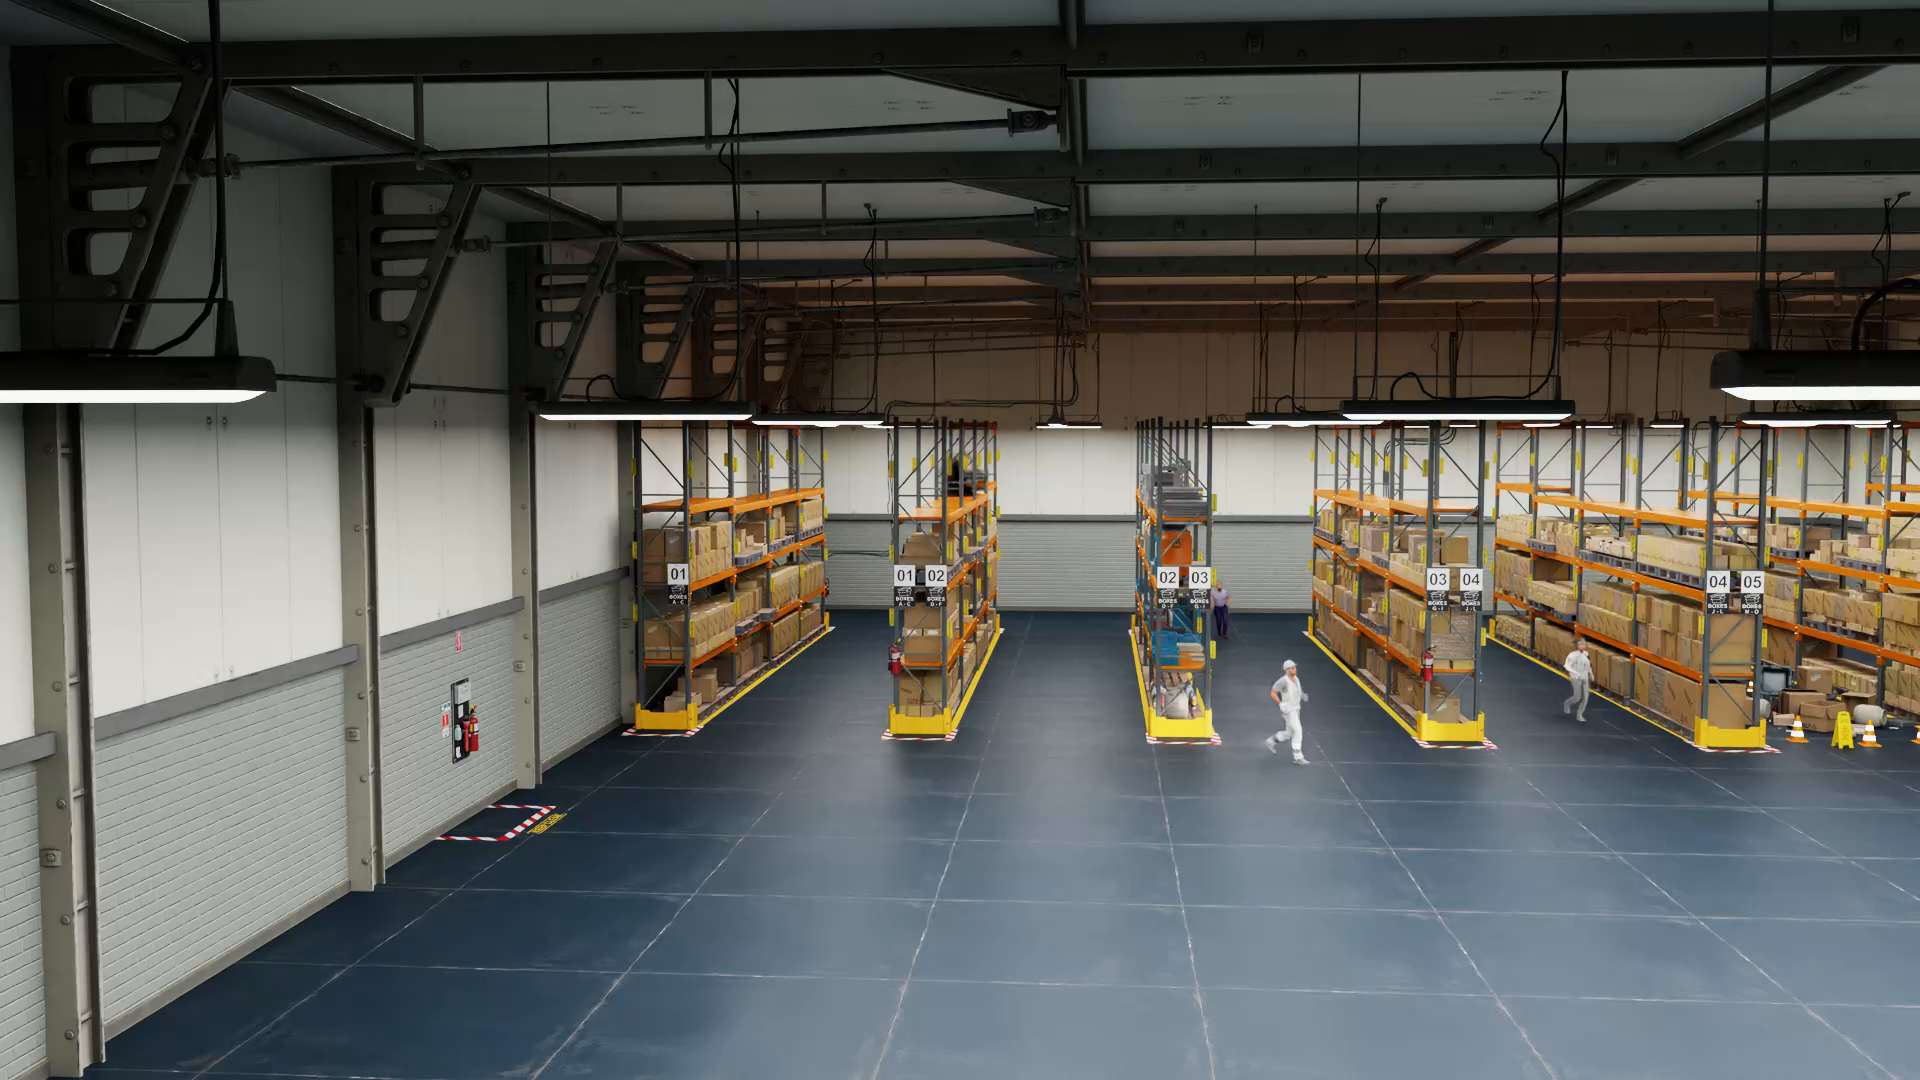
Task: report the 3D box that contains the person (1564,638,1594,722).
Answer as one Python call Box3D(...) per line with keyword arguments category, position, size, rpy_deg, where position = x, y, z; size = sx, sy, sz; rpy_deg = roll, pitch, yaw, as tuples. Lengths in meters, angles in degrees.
Box3D(category="person", position=(12.252, 2.744, 32.928), size=(0.616, 1.657, 0.620), rpy_deg=(-1, 4, -15))

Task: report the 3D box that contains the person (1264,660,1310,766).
Box3D(category="person", position=(5.676, 2.959, 28.749), size=(0.877, 1.787, 0.643), rpy_deg=(3, 5, 39))

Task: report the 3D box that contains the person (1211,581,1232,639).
Box3D(category="person", position=(7.180, 1.948, 45.929), size=(0.662, 1.588, 0.576), rpy_deg=(0, 4, -3))

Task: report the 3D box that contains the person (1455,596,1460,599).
Box3D(category="person", position=(13.620, 1.906, 46.660), size=(0.700, 1.589, 0.538), rpy_deg=(3, 5, 36))
